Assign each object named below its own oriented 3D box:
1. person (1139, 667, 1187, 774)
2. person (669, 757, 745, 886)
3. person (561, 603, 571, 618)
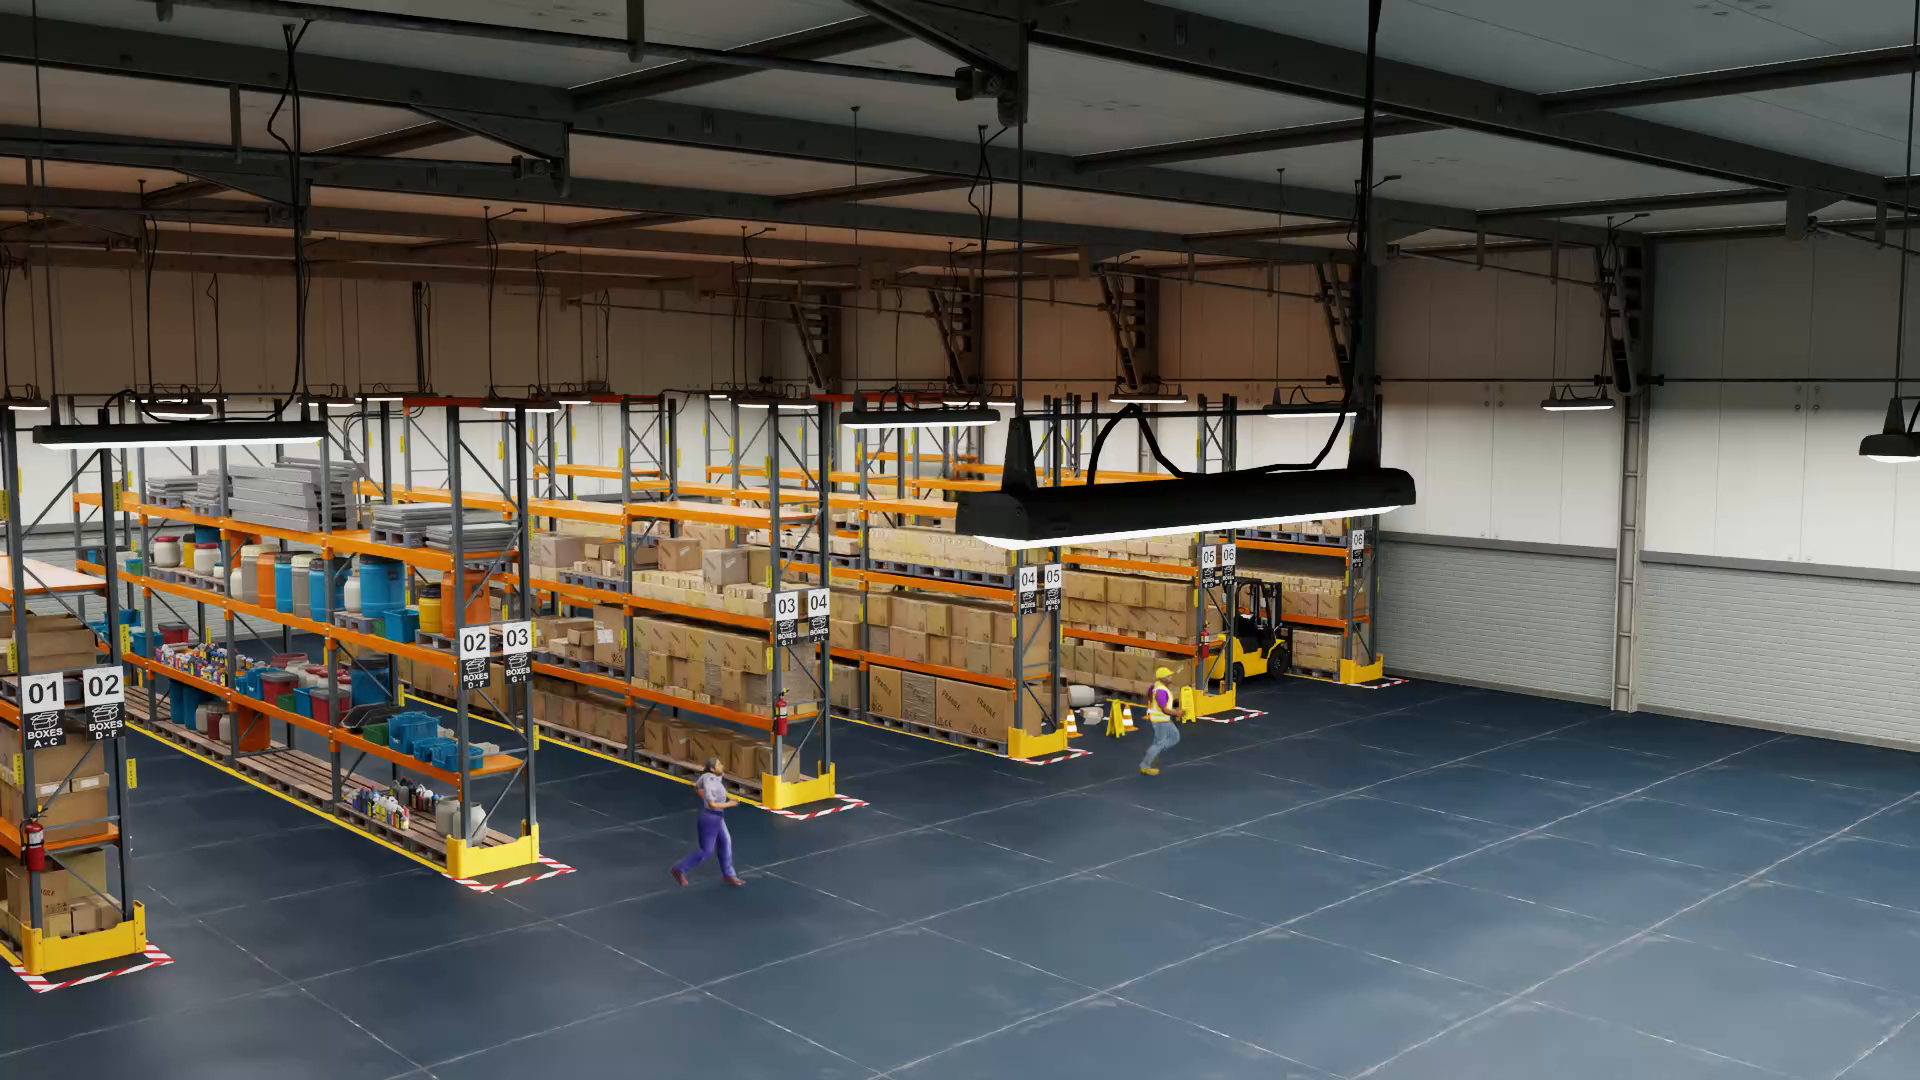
[{"bbox_3d":[3.268,2.885,26.714,0.745,1.717,0.728,1,6,8],"label":"person"},{"bbox_3d":[-3.149,3.521,20.699,0.933,1.664,0.615,-1,6,-8],"label":"person"},{"bbox_3d":[-9.715,1.500,41.126,0.591,1.709,0.687,0,6,-3],"label":"person"}]
